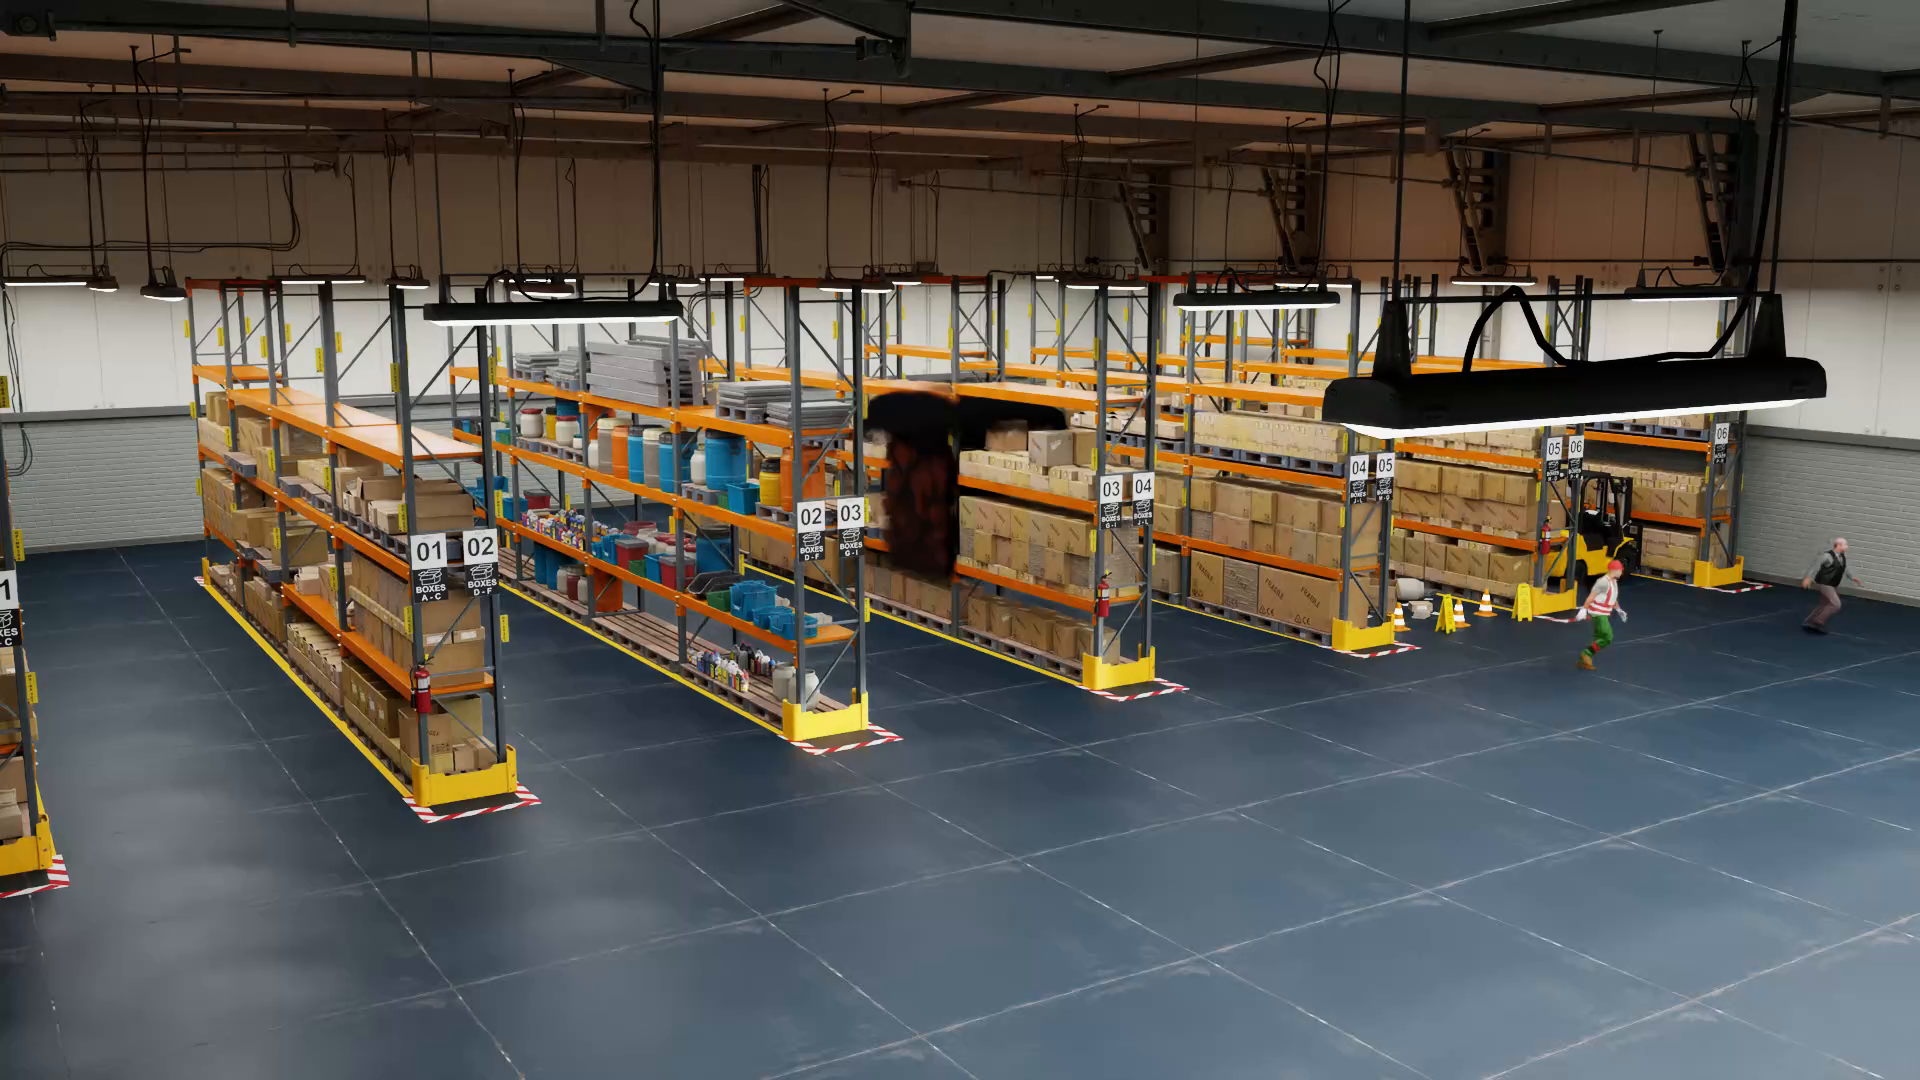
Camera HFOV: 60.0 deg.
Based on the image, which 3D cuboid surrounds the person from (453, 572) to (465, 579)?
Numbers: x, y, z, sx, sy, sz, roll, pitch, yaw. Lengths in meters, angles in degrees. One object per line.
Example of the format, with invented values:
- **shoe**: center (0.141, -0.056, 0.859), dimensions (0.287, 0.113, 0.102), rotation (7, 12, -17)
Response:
- **person**: center (-9.655, 0.202, 32.023), dimensions (0.578, 1.625, 0.616), rotation (-9, 13, -43)

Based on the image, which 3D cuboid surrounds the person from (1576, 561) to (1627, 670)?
- **person**: center (9.978, 1.168, 25.839), dimensions (0.648, 1.734, 0.664), rotation (6, 12, 34)

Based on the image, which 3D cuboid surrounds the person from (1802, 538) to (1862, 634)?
- **person**: center (14.837, 0.776, 28.277), dimensions (0.616, 1.666, 0.829), rotation (-8, 13, -41)
